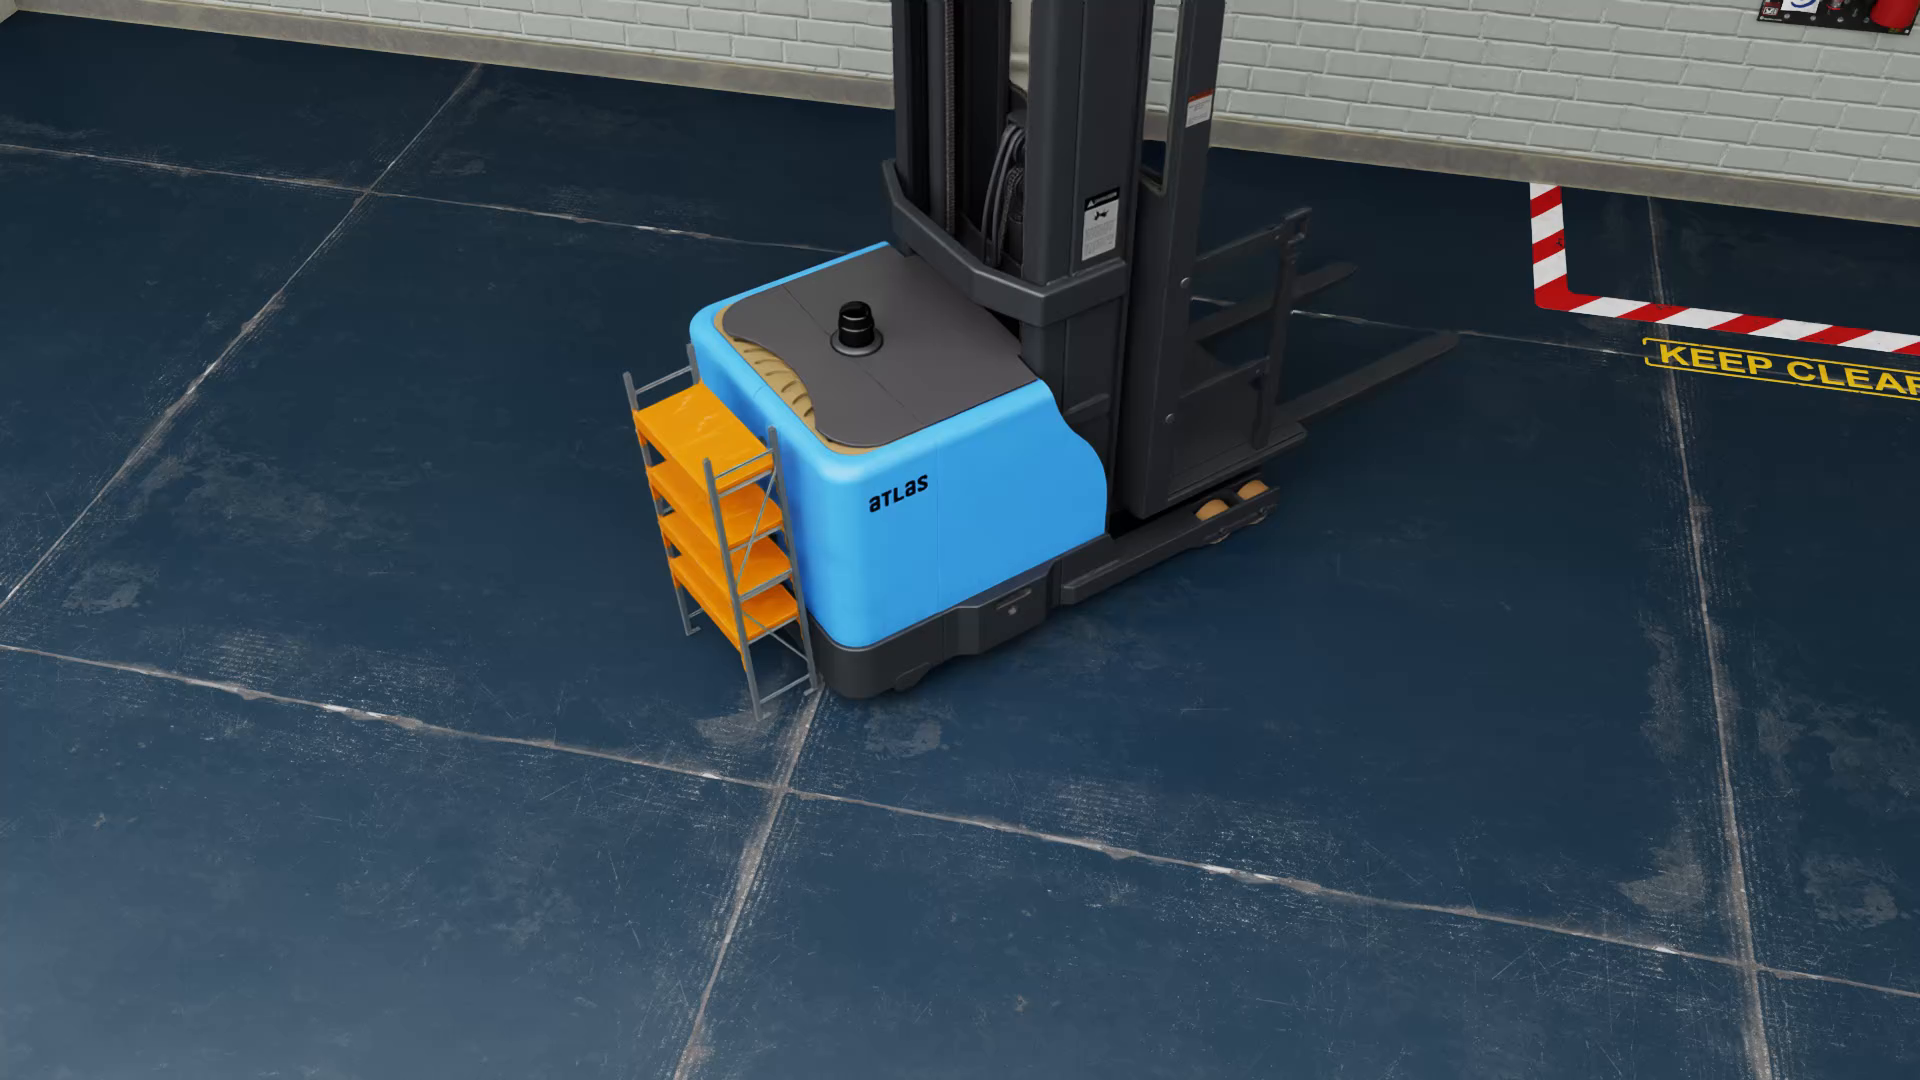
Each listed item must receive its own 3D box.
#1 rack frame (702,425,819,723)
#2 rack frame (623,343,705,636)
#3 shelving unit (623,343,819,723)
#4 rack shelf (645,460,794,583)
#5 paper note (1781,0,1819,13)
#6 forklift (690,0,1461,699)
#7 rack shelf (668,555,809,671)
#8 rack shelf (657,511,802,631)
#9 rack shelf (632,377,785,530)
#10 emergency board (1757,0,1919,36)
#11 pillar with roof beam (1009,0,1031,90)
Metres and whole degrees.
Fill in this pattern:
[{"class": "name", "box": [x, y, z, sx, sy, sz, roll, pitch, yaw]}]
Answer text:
[{"class": "rack frame", "box": [-0.612, 0.141, 5.229, 0.240, 1.200, 0.015, -29, 51, -23]}, {"class": "rack frame", "box": [-0.897, -0.134, 5.515, 0.240, 1.200, 0.015, -29, 51, -23]}, {"class": "shelving unit", "box": [-0.754, 0.003, 5.372, 0.258, 1.200, 0.503, -29, 51, -23]}, {"class": "rack shelf", "box": [-0.761, -0.106, 5.260, 0.258, 0.148, 0.480, -29, 51, -23]}, {"class": "paper note", "box": [3.635, -2.349, 7.163, 0.142, 0.148, 0.016, 9, 45, 9]}, {"class": "forklift", "box": [0.601, -1.324, 5.512, 3.031, 2.935, 1.130, -25, 49, -24]}, {"class": "rack shelf", "box": [-0.743, 0.189, 5.562, 0.258, 0.148, 0.480, -29, 51, -23]}, {"class": "rack shelf", "box": [-0.751, 0.050, 5.420, 0.258, 0.148, 0.480, -29, 51, -23]}, {"class": "rack shelf", "box": [-0.771, -0.271, 5.091, 0.258, 0.148, 0.480, -29, 51, -23]}, {"class": "emergency board", "box": [3.793, -2.593, 6.781, 0.643, 1.169, 0.194, 9, 45, 9]}, {"class": "pillar with roof beam", "box": [-0.599, -2.350, 2.202, 0.400, 9.000, 9.100, 9, 45, 9]}]
